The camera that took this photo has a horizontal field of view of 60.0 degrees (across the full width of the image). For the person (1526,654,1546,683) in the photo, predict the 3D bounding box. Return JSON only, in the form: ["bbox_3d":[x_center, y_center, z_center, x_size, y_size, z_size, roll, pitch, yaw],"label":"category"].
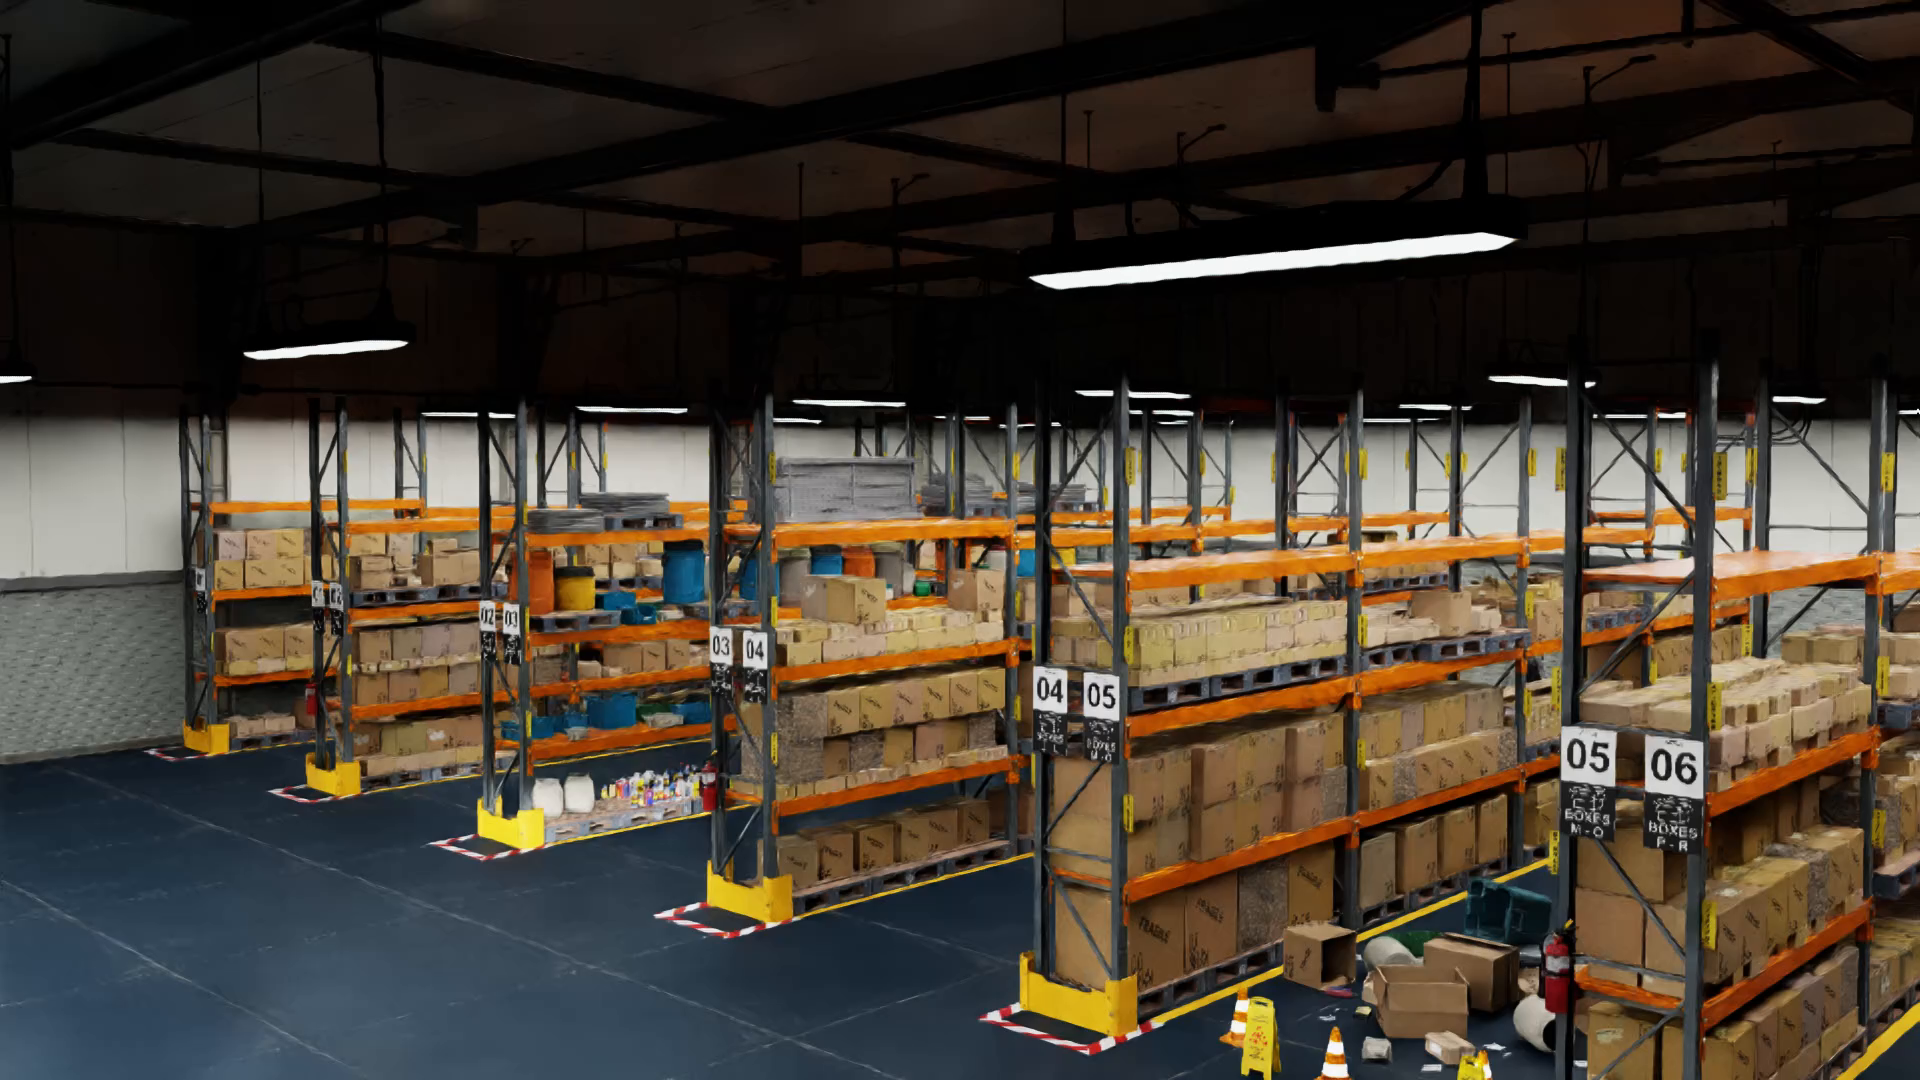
[{"bbox_3d":[10.668,2.687,30.823,0.502,1.731,0.639,0,3,7],"label":"person"}]

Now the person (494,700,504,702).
[{"bbox_3d":[-8.359,2.695,30.248,0.457,1.733,0.593,1,3,14],"label":"person"}]
